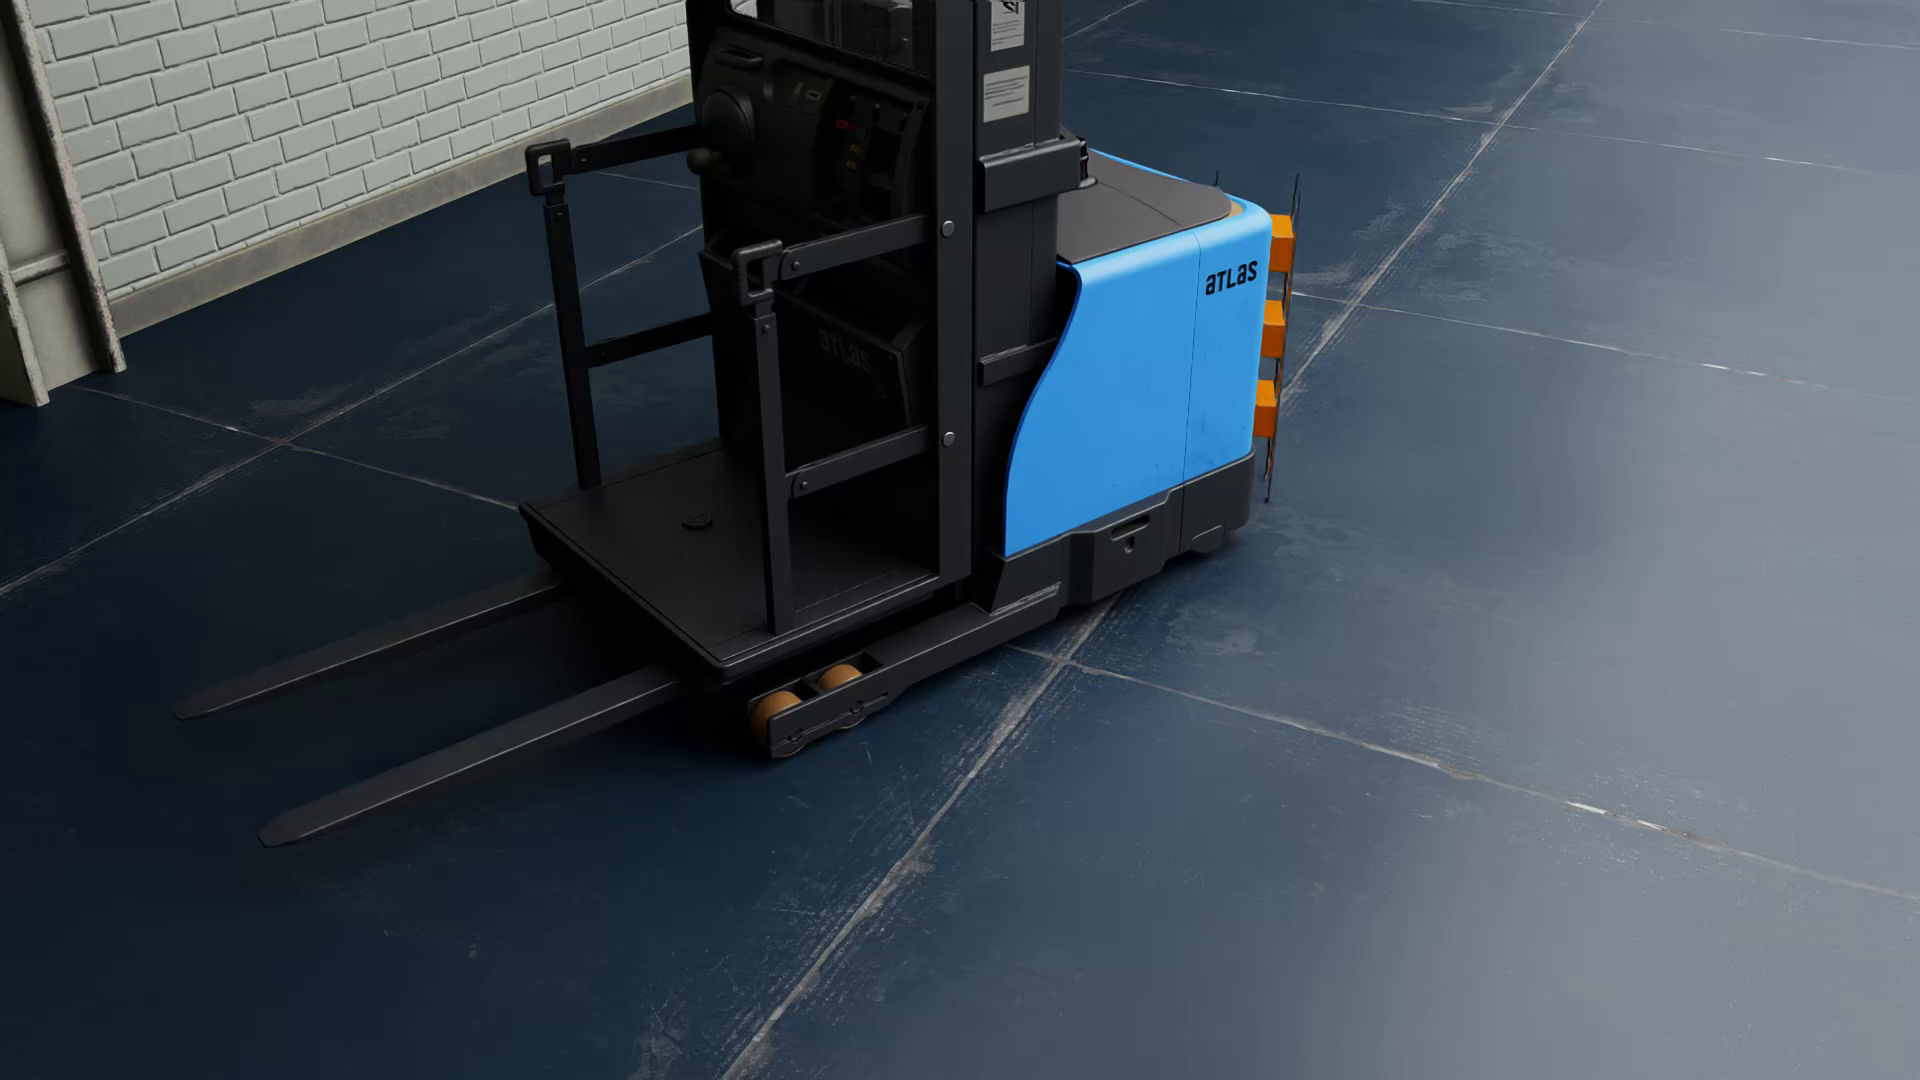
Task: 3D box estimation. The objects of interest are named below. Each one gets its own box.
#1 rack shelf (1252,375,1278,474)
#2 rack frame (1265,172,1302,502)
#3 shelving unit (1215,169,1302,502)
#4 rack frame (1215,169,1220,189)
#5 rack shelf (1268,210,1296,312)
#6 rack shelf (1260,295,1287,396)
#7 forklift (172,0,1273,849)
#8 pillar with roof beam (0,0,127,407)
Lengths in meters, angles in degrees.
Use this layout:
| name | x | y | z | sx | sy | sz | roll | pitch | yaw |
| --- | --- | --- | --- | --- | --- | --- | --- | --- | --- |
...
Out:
| name | x | y | z | sx | sy | sz | roll | pitch | yaw |
| --- | --- | --- | --- | --- | --- | --- | --- | --- | --- |
| rack shelf | 0.905 | -0.386 | 5.446 | 0.240 | 0.259 | 0.215 | 3 | 30 | 6 |
| rack frame | 1.026 | -0.628 | 5.290 | 0.008 | 1.050 | 0.200 | 3 | 30 | 6 |
| shelving unit | 0.905 | -0.636 | 5.303 | 0.252 | 1.050 | 0.215 | 3 | 30 | 6 |
| rack frame | 0.784 | -0.643 | 5.316 | 0.008 | 1.050 | 0.200 | 3 | 30 | 6 |
| rack shelf | 0.905 | -0.873 | 5.167 | 0.240 | 0.259 | 0.215 | 3 | 30 | 6 |
| rack shelf | 0.905 | -0.627 | 5.308 | 0.240 | 0.259 | 0.215 | 3 | 30 | 6 |
| forklift | -0.551 | -1.010 | 4.065 | 3.031 | 2.935 | 1.130 | -22 | 36 | -33 |
| pillar with roof beam | 0.401 | -3.535 | 2.370 | 9.100 | 9.000 | 0.400 | 14 | 33 | 23 |
